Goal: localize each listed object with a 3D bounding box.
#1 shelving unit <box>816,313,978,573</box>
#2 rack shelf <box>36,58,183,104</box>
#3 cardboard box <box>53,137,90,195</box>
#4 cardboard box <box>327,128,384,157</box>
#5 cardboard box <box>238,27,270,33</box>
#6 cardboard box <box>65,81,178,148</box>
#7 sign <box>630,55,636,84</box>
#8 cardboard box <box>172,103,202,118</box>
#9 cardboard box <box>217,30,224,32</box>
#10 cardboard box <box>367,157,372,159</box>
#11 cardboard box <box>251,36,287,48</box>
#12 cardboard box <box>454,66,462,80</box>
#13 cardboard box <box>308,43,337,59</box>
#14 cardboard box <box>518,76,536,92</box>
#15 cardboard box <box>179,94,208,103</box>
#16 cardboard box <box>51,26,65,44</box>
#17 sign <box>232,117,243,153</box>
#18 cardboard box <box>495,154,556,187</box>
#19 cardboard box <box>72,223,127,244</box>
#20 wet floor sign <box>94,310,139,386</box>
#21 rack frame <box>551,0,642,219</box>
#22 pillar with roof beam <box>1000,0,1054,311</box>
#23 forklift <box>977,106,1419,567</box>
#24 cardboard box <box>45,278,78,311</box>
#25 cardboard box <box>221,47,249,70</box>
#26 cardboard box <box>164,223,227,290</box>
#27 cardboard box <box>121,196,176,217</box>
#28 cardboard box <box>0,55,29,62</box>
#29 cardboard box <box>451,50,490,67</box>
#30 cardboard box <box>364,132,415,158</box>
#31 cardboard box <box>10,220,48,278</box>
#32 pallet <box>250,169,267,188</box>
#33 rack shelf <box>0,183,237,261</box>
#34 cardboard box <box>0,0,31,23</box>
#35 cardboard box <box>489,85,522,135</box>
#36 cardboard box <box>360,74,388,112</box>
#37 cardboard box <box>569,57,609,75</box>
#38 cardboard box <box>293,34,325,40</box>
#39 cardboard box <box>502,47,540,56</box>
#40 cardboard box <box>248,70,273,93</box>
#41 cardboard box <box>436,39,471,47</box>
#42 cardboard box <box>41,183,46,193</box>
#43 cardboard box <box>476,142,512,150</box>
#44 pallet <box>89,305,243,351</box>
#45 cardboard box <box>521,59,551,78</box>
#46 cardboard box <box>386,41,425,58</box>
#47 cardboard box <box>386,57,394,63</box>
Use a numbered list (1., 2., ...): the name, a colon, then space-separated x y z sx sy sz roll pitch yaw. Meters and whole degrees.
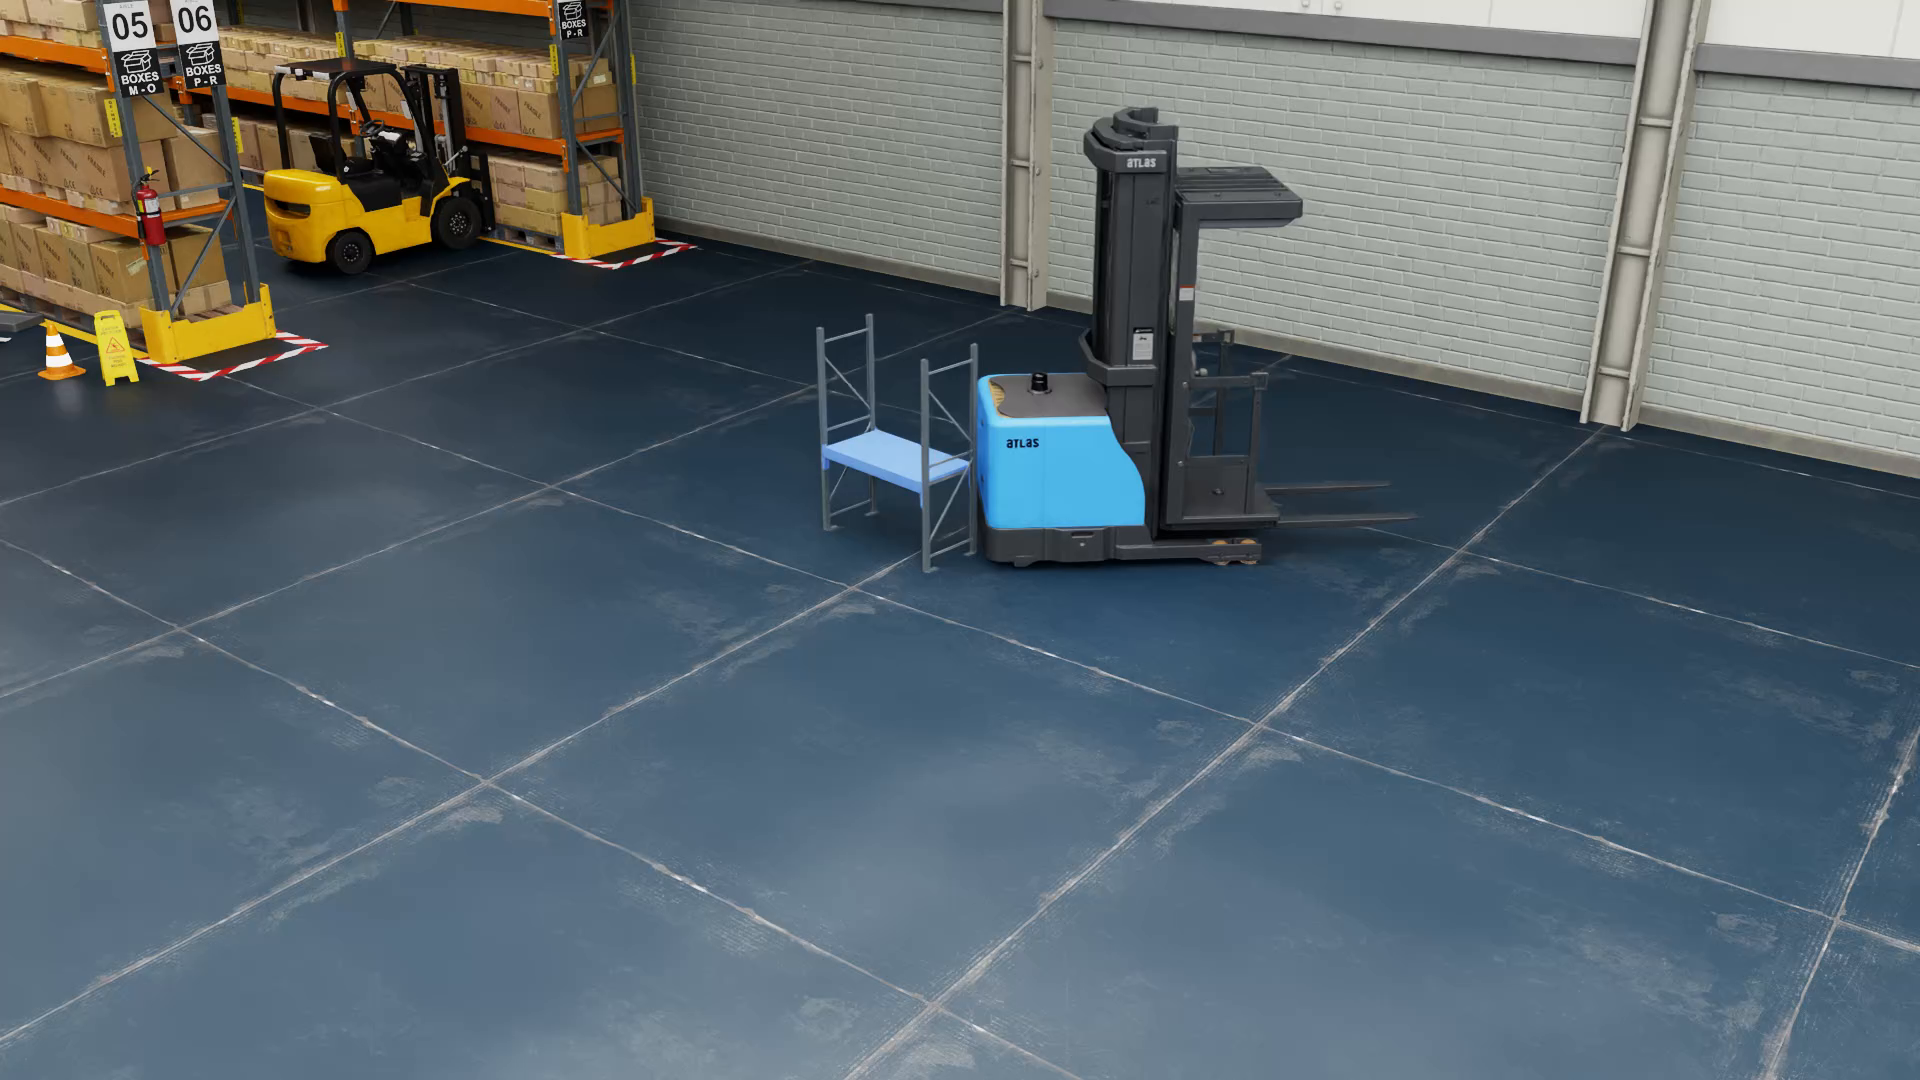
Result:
1. shelving unit: -0.430 -0.680 11.432 1.048 1.500 0.538 22 32 40
2. rack shelf: -12.122 -6.899 24.581 4.000 0.370 1.077 17 29 33
3. cardboard box: -8.091 -3.555 15.605 0.500 0.500 0.500 17 29 33
4. cardboard box: -7.745 -5.006 21.815 0.625 0.625 0.875 18 30 36
5. cardboard box: -9.693 -6.965 22.909 0.250 0.149 0.380 17 29 33
6. cardboard box: -7.634 -3.901 15.150 0.500 0.500 0.700 16 28 32
7. sign: -3.782 -5.421 19.160 0.005 0.325 0.100 17 29 33
8. cardboard box: -11.069 -6.128 23.713 0.250 0.149 0.380 15 28 31
9. cardboard box: -10.229 -6.851 22.651 0.250 0.149 0.380 18 29 34
10. cardboard box: -7.119 -4.724 21.020 0.500 0.250 0.500 17 29 33
11. cardboard box: -9.138 -6.575 22.024 0.250 0.149 0.380 17 29 33
12. cardboard box: -5.752 -5.538 19.671 0.250 0.149 0.380 17 29 33
13. cardboard box: -8.109 -6.264 21.318 0.250 0.149 0.380 17 29 33
14. cardboard box: -4.788 -5.199 18.900 0.250 0.149 0.380 17 29 34
15. cardboard box: -11.196 -6.424 24.385 0.250 0.149 0.380 17 29 34
16. cardboard box: -7.958 -4.587 15.031 0.250 0.149 0.380 18 29 35
17. sign: -6.769 -3.779 15.534 0.005 0.325 0.100 17 29 33
18. cardboard box: -5.088 -4.334 19.516 0.500 0.250 0.500 17 29 34
19. cardboard box: -8.226 -2.959 15.900 0.250 0.149 0.380 18 29 35
20. wet floor sign: -7.584 -1.740 14.898 0.267 0.644 0.232 -15 28 -30
21. rack frame: -4.120 -4.811 18.948 0.127 3.000 1.000 17 29 33
22. pillar with roof beam: -1.917 -5.175 12.335 0.400 9.000 9.100 17 29 33
23. forklift: 1.653 -1.380 11.246 3.031 2.935 1.130 -2 24 -4
24. cardboard box: -8.734 -2.503 16.601 0.500 0.250 0.500 16 28 31
25. cardboard box: -9.505 -6.465 22.269 0.500 0.250 0.500 16 28 32
26. cardboard box: -7.593 -2.775 16.287 0.500 0.500 0.500 16 28 32
27. cardboard box: -7.522 -3.115 15.410 0.250 0.149 0.380 18 29 35
28. cardboard box: -9.677 -4.508 16.528 0.500 0.500 0.700 17 29 34
29. cardboard box: -5.764 -5.677 19.617 0.250 0.149 0.380 17 29 34
30. cardboard box: -7.122 -4.951 20.916 0.500 0.250 0.500 16 29 33
31. cardboard box: -9.135 -2.971 16.732 0.500 0.500 0.500 19 30 36
32. pallet: -8.914 -4.962 22.750 1.213 0.211 1.003 17 29 33
33. rack shelf: -8.694 -3.363 16.554 4.000 0.370 1.077 17 29 33
34. cardboard box: -8.485 -4.931 15.318 0.500 0.250 0.500 18 29 35
35. cardboard box: -5.081 -5.019 19.297 0.500 0.500 0.500 18 29 35
36. cardboard box: -7.122 -5.632 20.688 0.500 0.500 0.500 16 28 32
37. cardboard box: -4.261 -5.439 19.078 0.250 0.149 0.380 16 28 32
38. cardboard box: -8.665 -6.658 22.213 0.250 0.149 0.380 17 29 34
39. cardboard box: -5.236 -5.788 19.870 0.250 0.149 0.380 16 28 32
40. cardboard box: -9.083 -6.119 22.103 0.500 0.250 0.500 18 29 35
41. cardboard box: -6.251 -6.103 20.583 0.250 0.149 0.380 16 28 32
42. cardboard box: -8.733 -3.491 16.263 0.250 0.149 0.380 17 29 33
43. cardboard box: -5.593 -4.749 20.458 0.500 0.250 0.500 16 28 32
44. pallet: -7.784 -2.158 16.387 1.213 0.211 1.003 17 29 33
45. cardboard box: -4.749 -5.357 18.892 0.250 0.149 0.380 17 29 33
46. cardboard box: -6.771 -5.991 20.329 0.250 0.149 0.380 16 29 32
47. cardboard box: -6.790 -5.842 20.361 0.250 0.149 0.380 17 29 33
